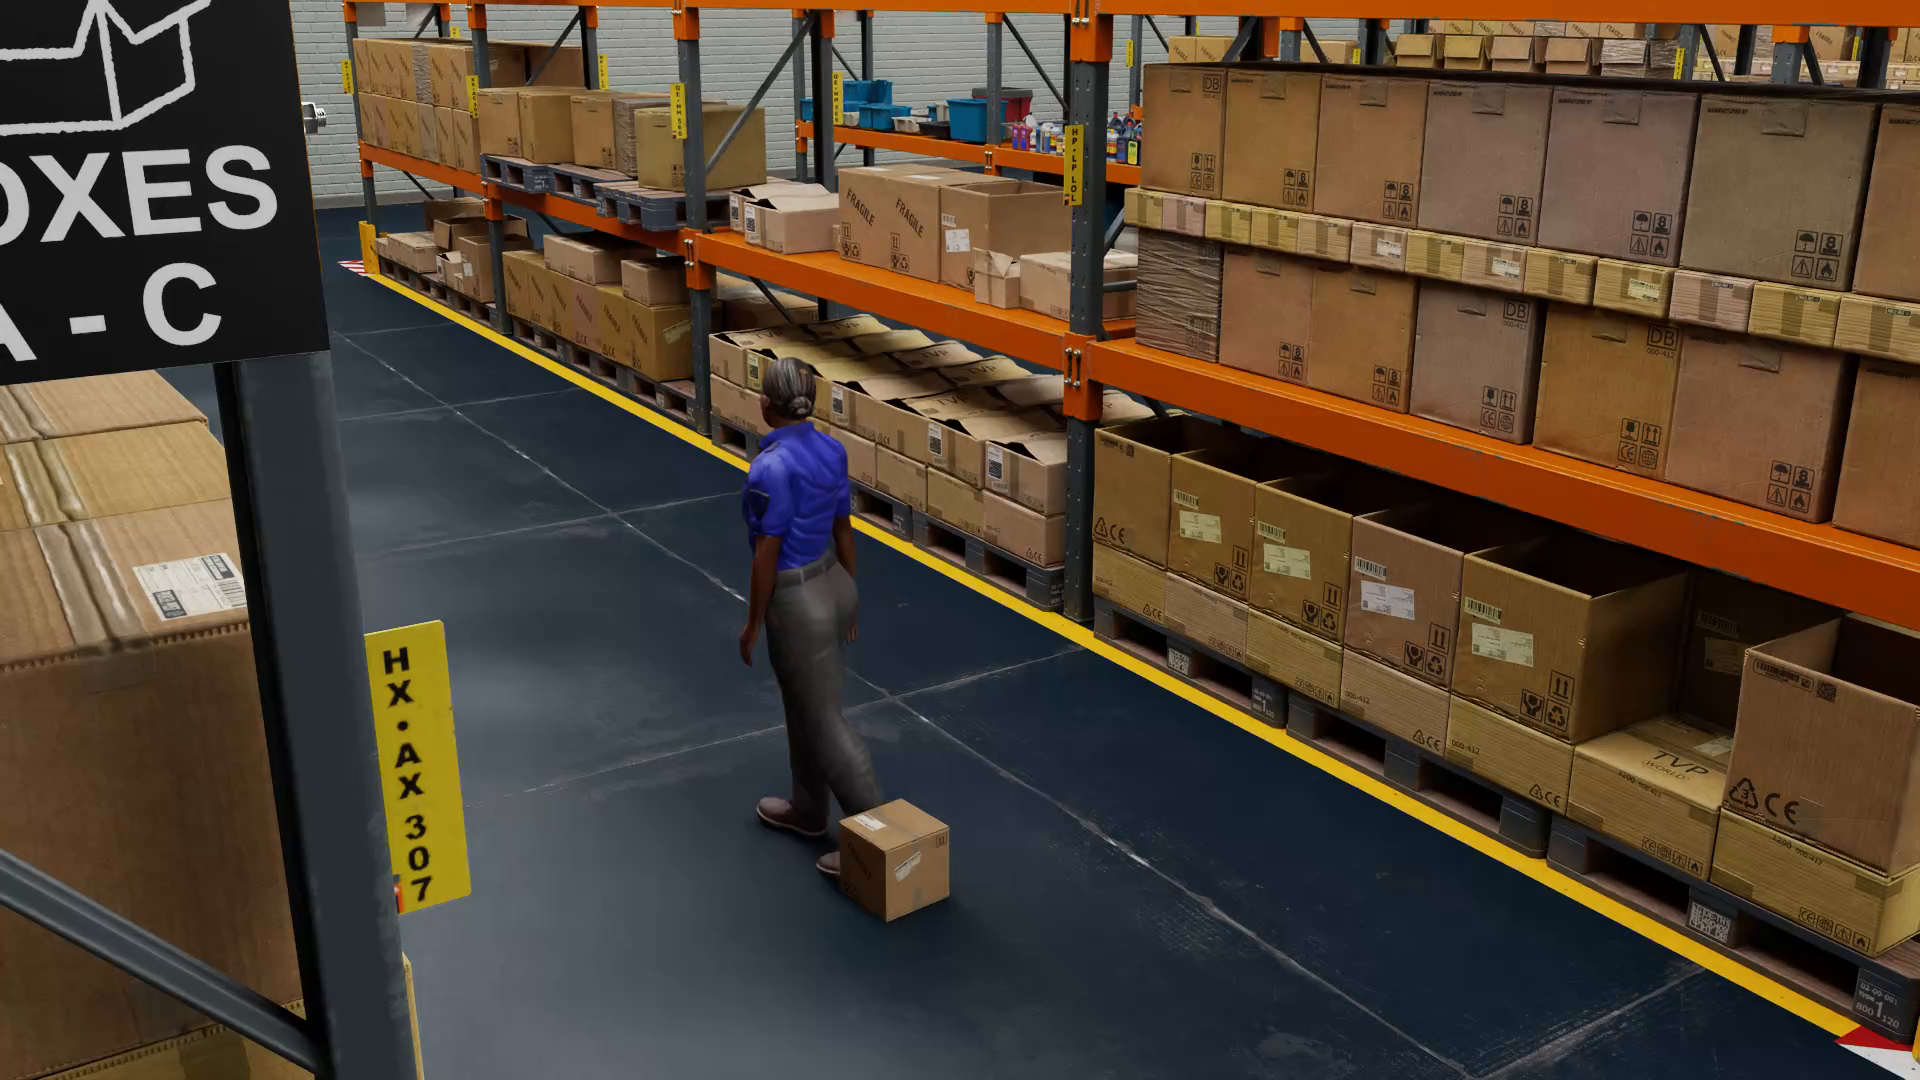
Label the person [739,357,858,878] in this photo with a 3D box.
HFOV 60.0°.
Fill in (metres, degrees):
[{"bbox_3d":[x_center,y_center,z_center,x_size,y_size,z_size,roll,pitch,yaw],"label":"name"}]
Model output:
[{"bbox_3d":[-0.457,0.238,5.335,0.606,1.641,0.504,8,20,22],"label":"person"}]
